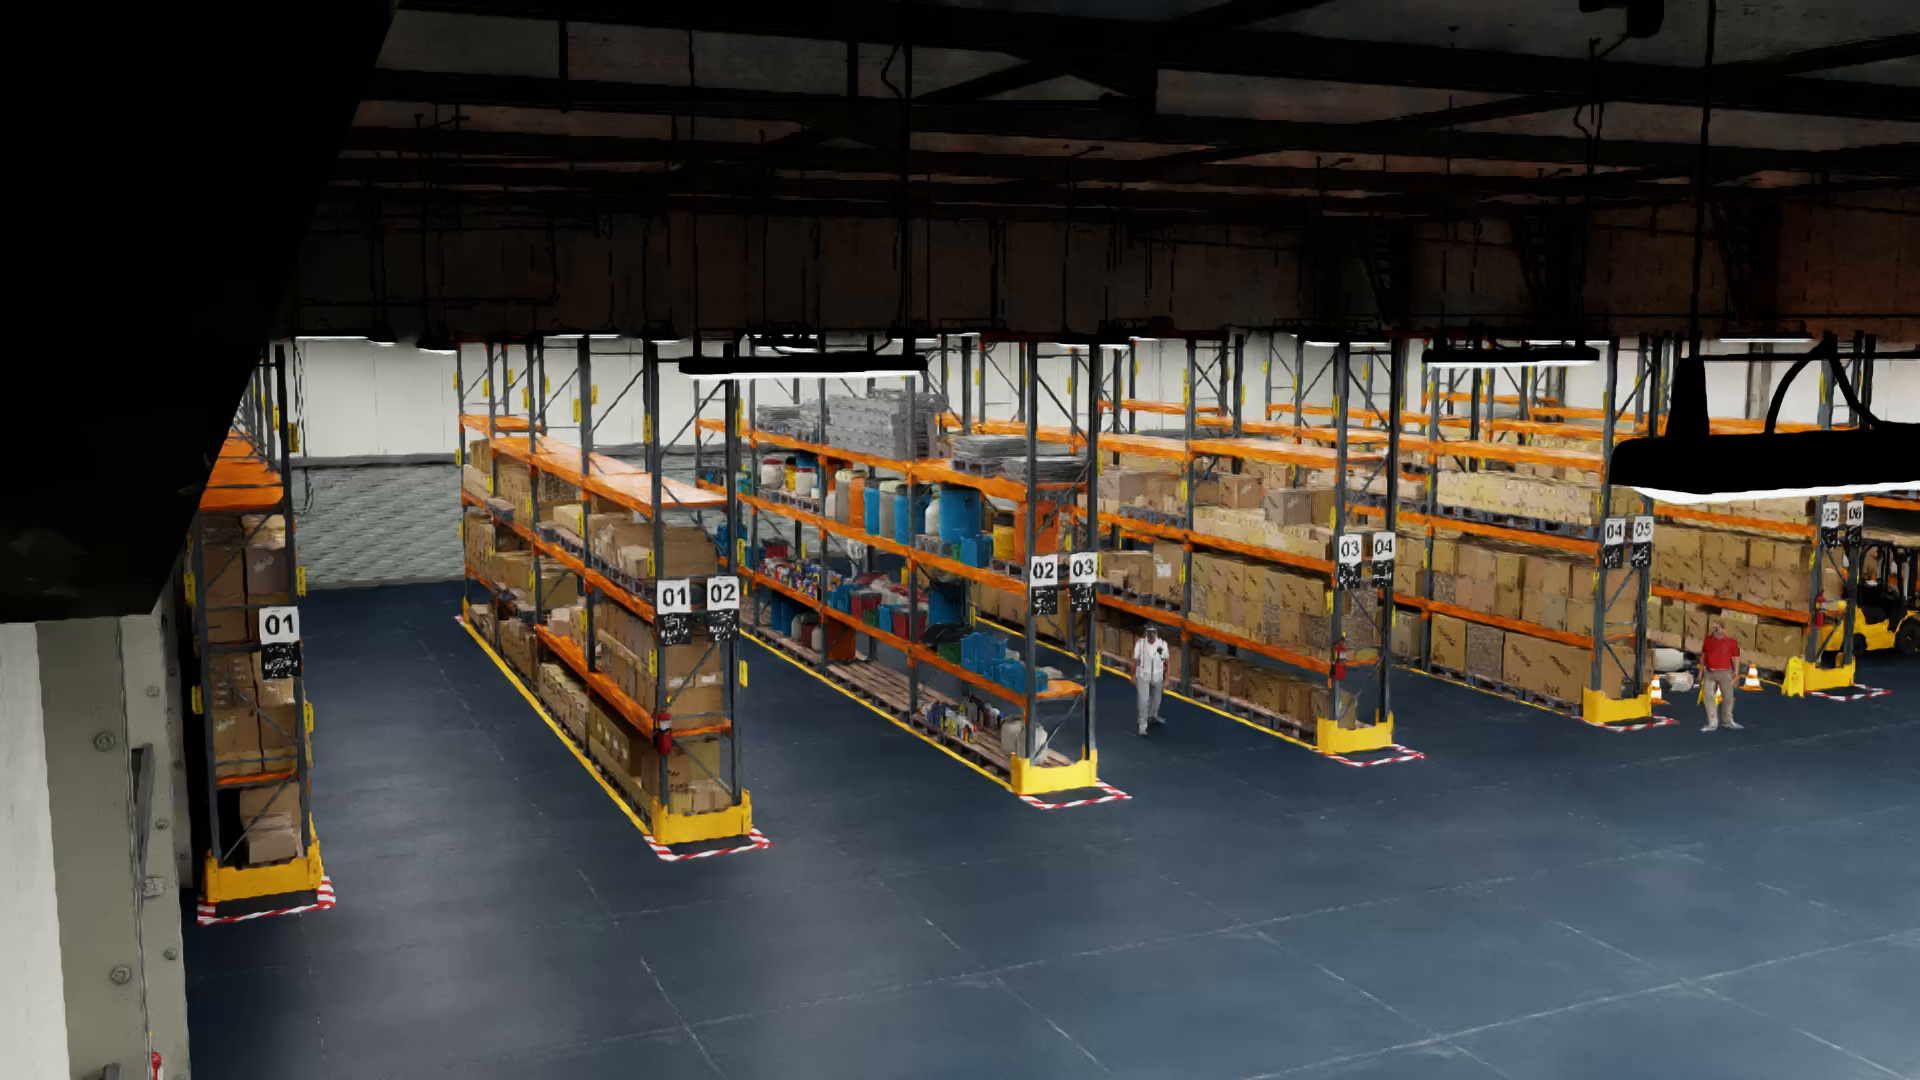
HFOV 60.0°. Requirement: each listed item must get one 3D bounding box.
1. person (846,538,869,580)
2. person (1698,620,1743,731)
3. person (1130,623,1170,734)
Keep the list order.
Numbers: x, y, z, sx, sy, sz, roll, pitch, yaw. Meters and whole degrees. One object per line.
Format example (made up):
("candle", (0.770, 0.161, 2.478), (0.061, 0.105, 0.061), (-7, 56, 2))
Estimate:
("person", (-2.296, 0.405, 38.060), (0.639, 1.632, 0.506), (-4, 9, -26))
("person", (11.655, 2.064, 25.467), (0.652, 1.716, 0.552), (6, 10, 39))
("person", (2.909, 2.072, 25.405), (0.585, 1.697, 0.977), (-1, 8, -4))
